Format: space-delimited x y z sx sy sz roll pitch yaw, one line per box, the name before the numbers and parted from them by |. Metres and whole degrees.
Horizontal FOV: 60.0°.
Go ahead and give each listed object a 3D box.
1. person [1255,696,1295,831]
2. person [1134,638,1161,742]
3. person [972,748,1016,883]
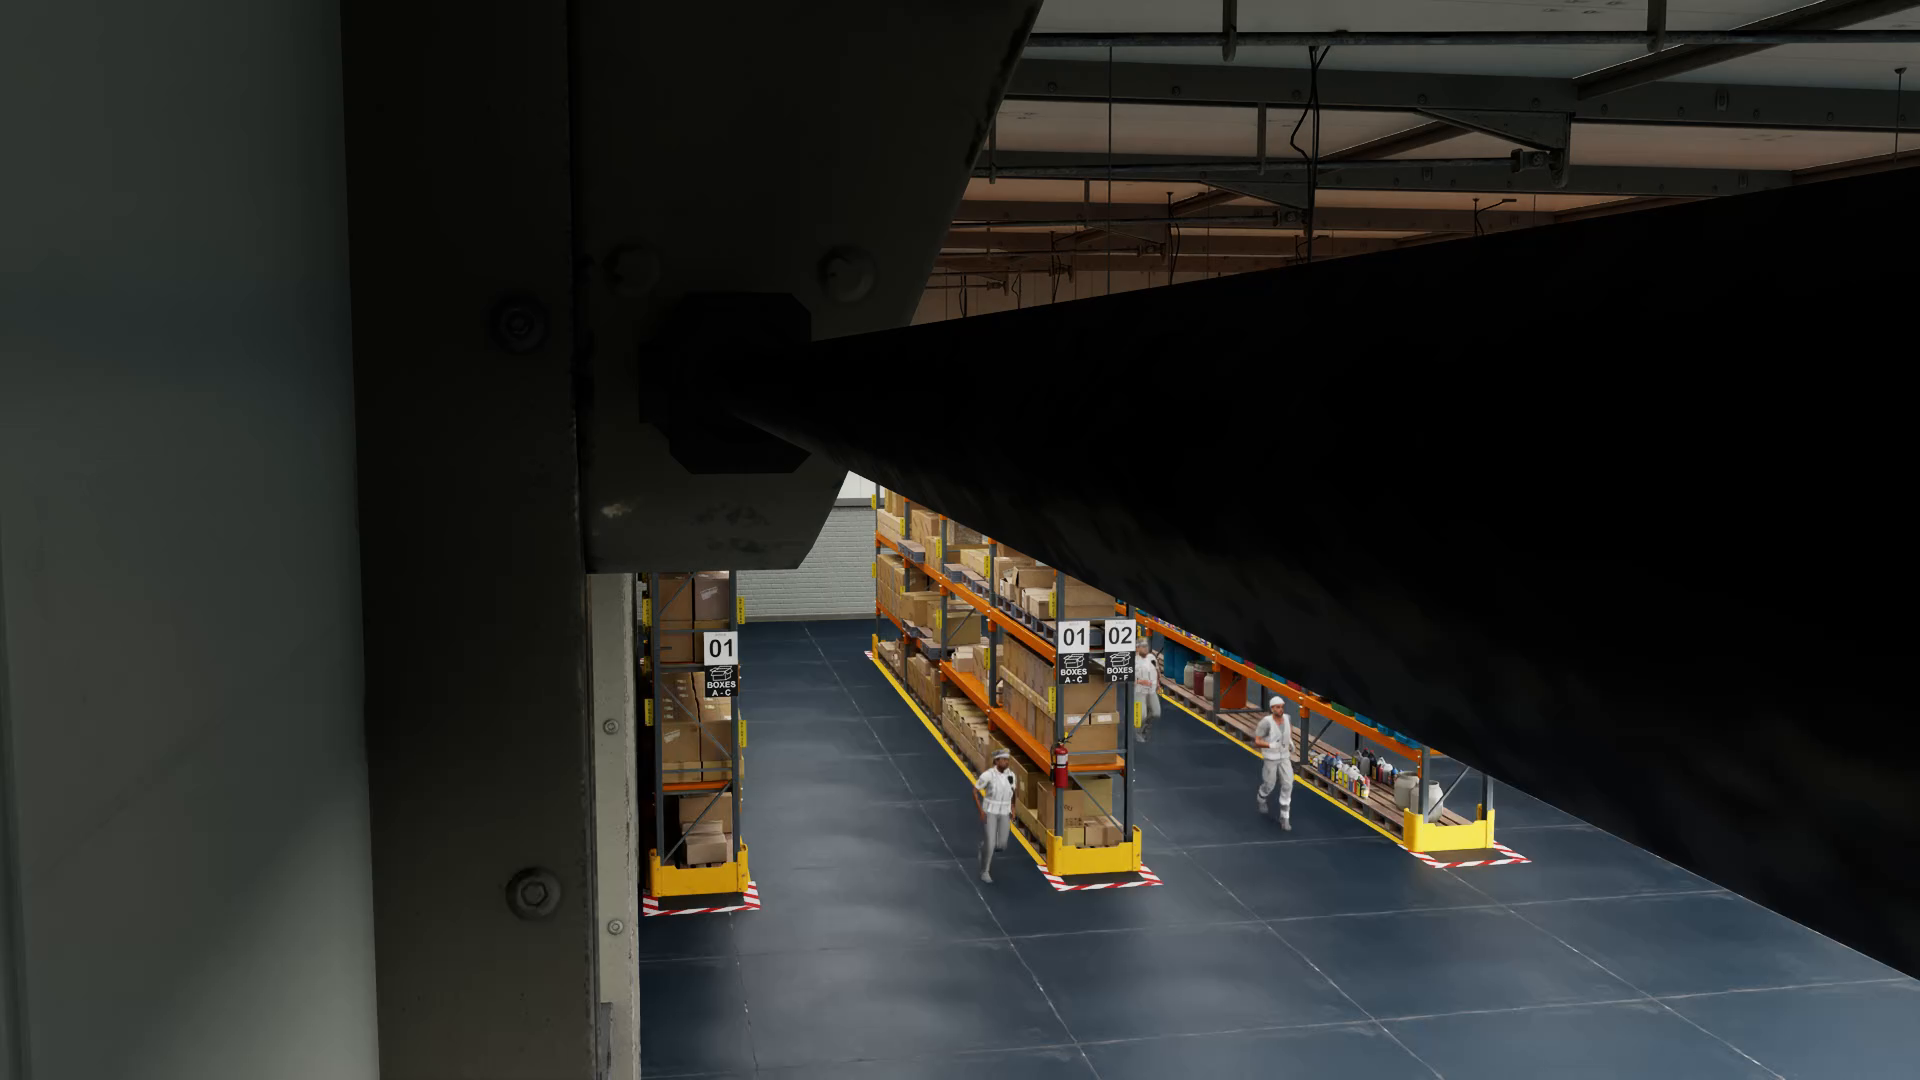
person | 4.380 3.079 23.182 0.690 1.847 0.913 -2 6 -19
person | 3.029 2.452 26.977 0.674 1.748 0.581 -2 6 -23
person | 0.451 3.408 20.776 0.621 1.651 0.490 -2 6 -23
